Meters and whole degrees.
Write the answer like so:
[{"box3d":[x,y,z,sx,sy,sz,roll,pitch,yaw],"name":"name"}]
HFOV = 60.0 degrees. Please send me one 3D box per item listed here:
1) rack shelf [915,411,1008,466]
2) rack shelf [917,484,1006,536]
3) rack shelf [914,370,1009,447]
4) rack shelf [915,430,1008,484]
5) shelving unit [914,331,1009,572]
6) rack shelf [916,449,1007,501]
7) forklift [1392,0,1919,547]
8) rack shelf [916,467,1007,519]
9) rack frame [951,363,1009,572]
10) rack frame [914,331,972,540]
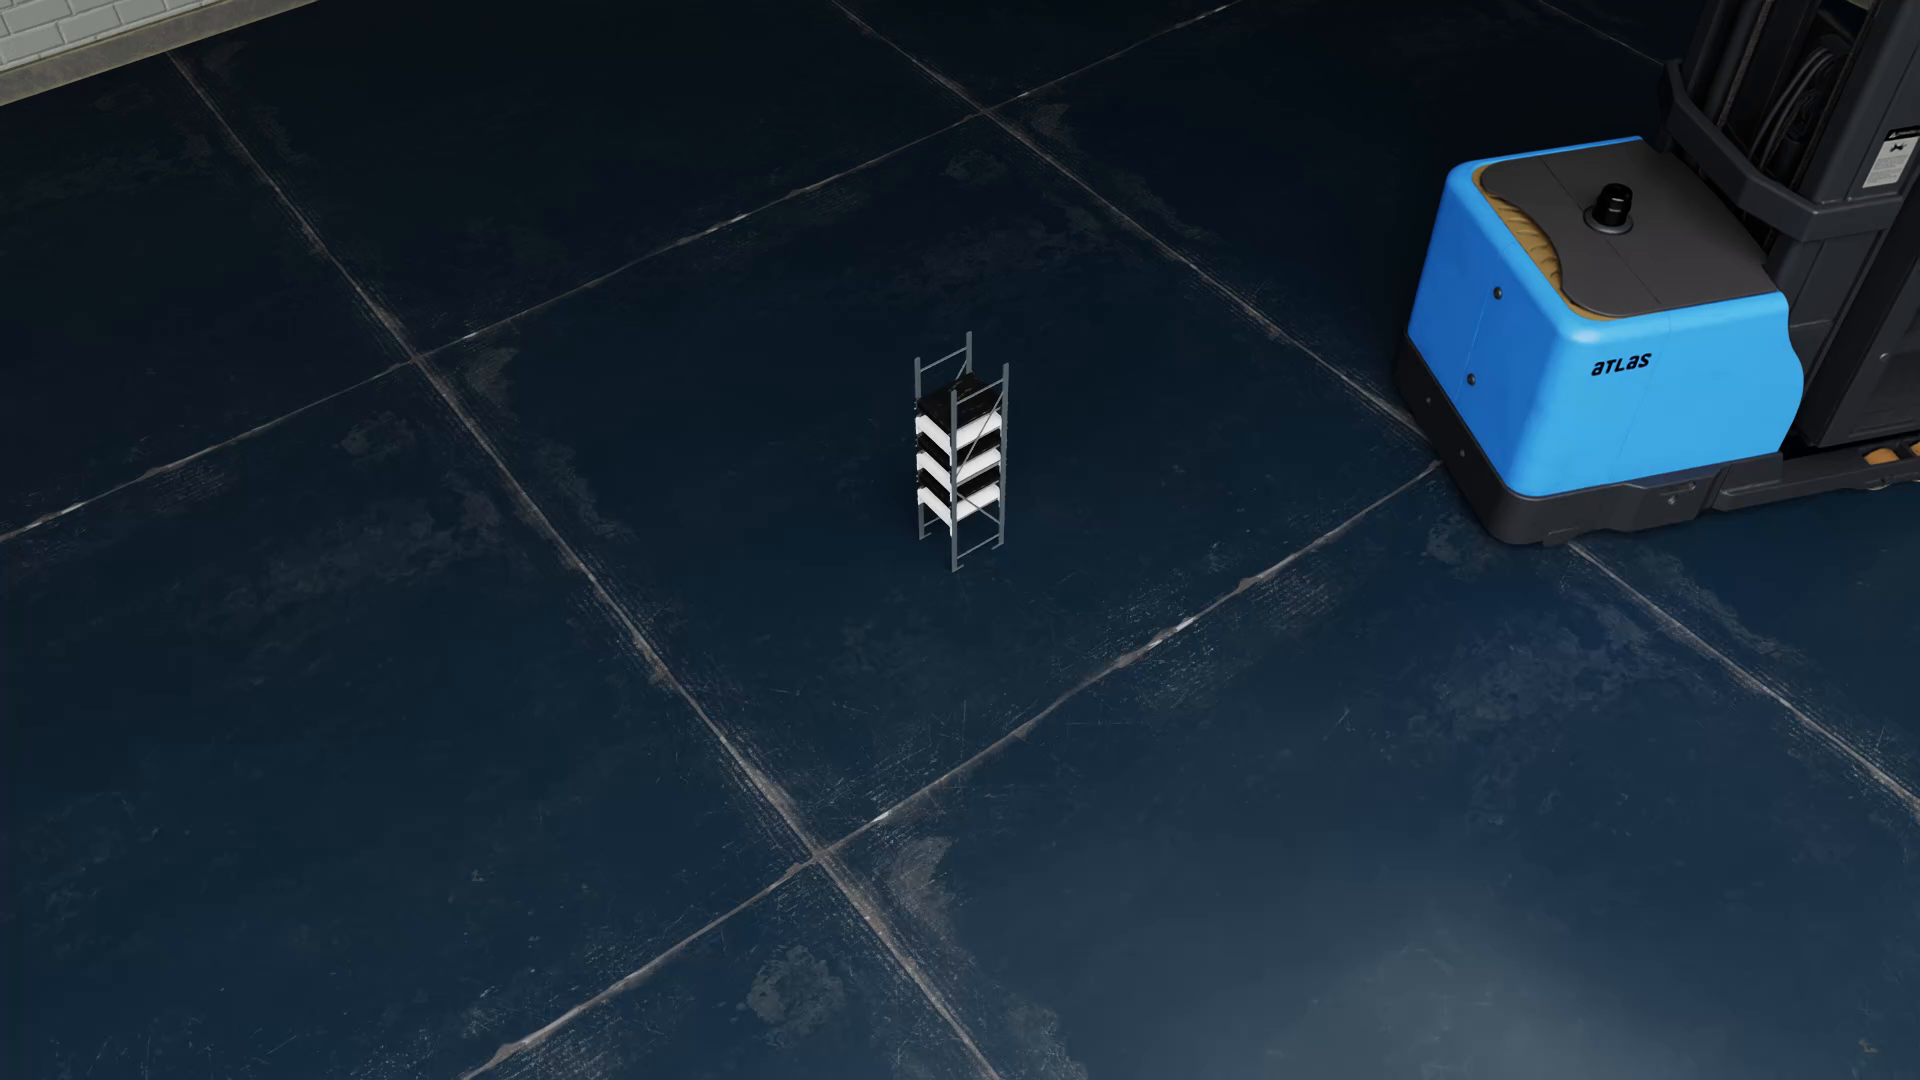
[{"box3d":[0.005,-0.396,5.804,0.258,0.077,0.200,-29,54,-24],"name":"rack shelf"},{"box3d":[0.005,-0.154,6.070,0.258,0.077,0.200,-29,54,-24],"name":"rack shelf"},{"box3d":[0.005,-0.456,5.737,0.258,0.077,0.200,-29,54,-24],"name":"rack shelf"},{"box3d":[0.005,-0.336,5.870,0.258,0.077,0.200,-29,54,-24],"name":"rack shelf"},{"box3d":[0.005,-0.297,5.912,0.258,0.900,0.210,-29,54,-24],"name":"shelving unit"},{"box3d":[0.005,-0.275,5.937,0.258,0.077,0.200,-29,54,-24],"name":"rack shelf"},{"box3d":[3.328,-1.548,5.675,3.031,2.935,1.130,-10,49,-9],"name":"forklift"},{"box3d":[0.005,-0.215,6.004,0.258,0.077,0.200,-29,54,-24],"name":"rack shelf"},{"box3d":[0.066,-0.237,5.858,0.240,0.900,0.006,-29,54,-24],"name":"rack frame"},{"box3d":[-0.057,-0.357,5.967,0.240,0.900,0.006,-29,54,-24],"name":"rack frame"}]
